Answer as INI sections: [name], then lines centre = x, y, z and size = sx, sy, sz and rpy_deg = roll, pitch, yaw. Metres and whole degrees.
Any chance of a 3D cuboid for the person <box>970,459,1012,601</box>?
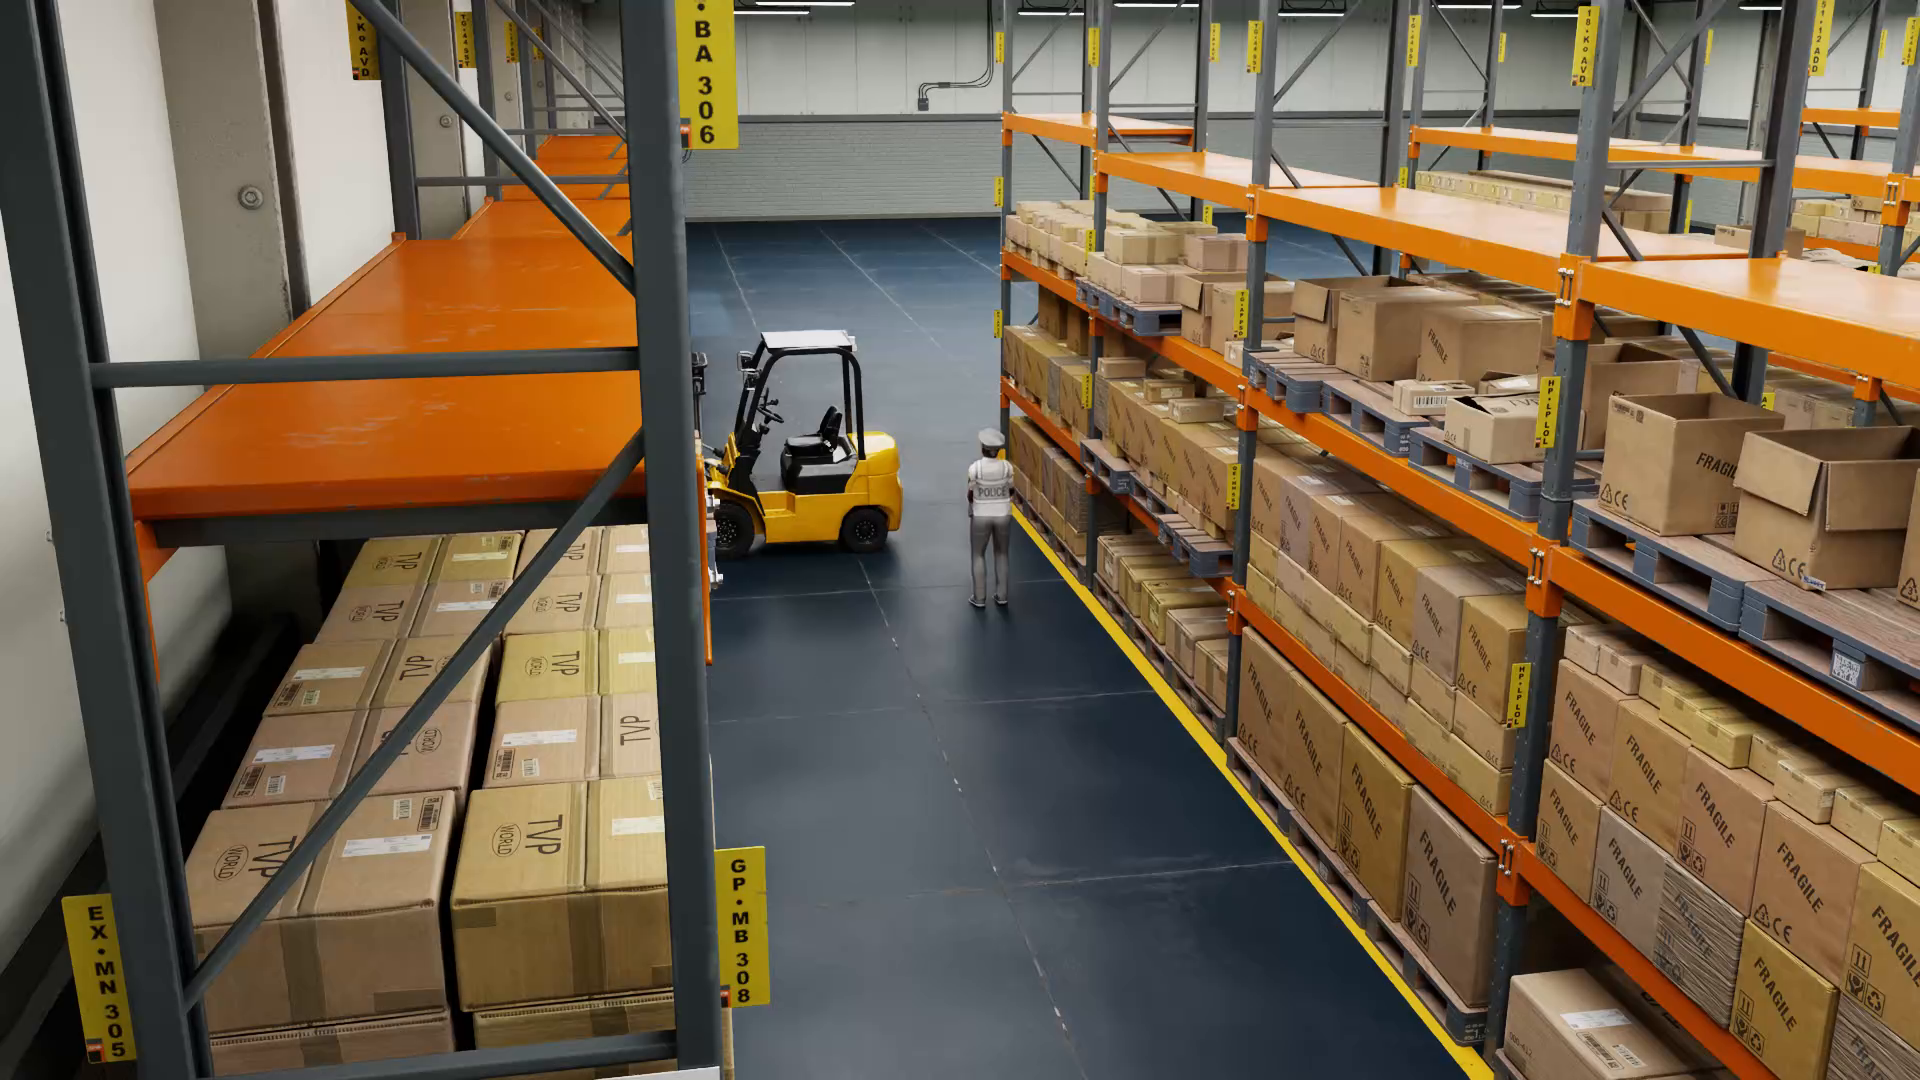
[person]
centre = 0.294, -0.108, 15.372
size = 0.391, 1.347, 0.327
rpy_deg = -3, 17, -9
